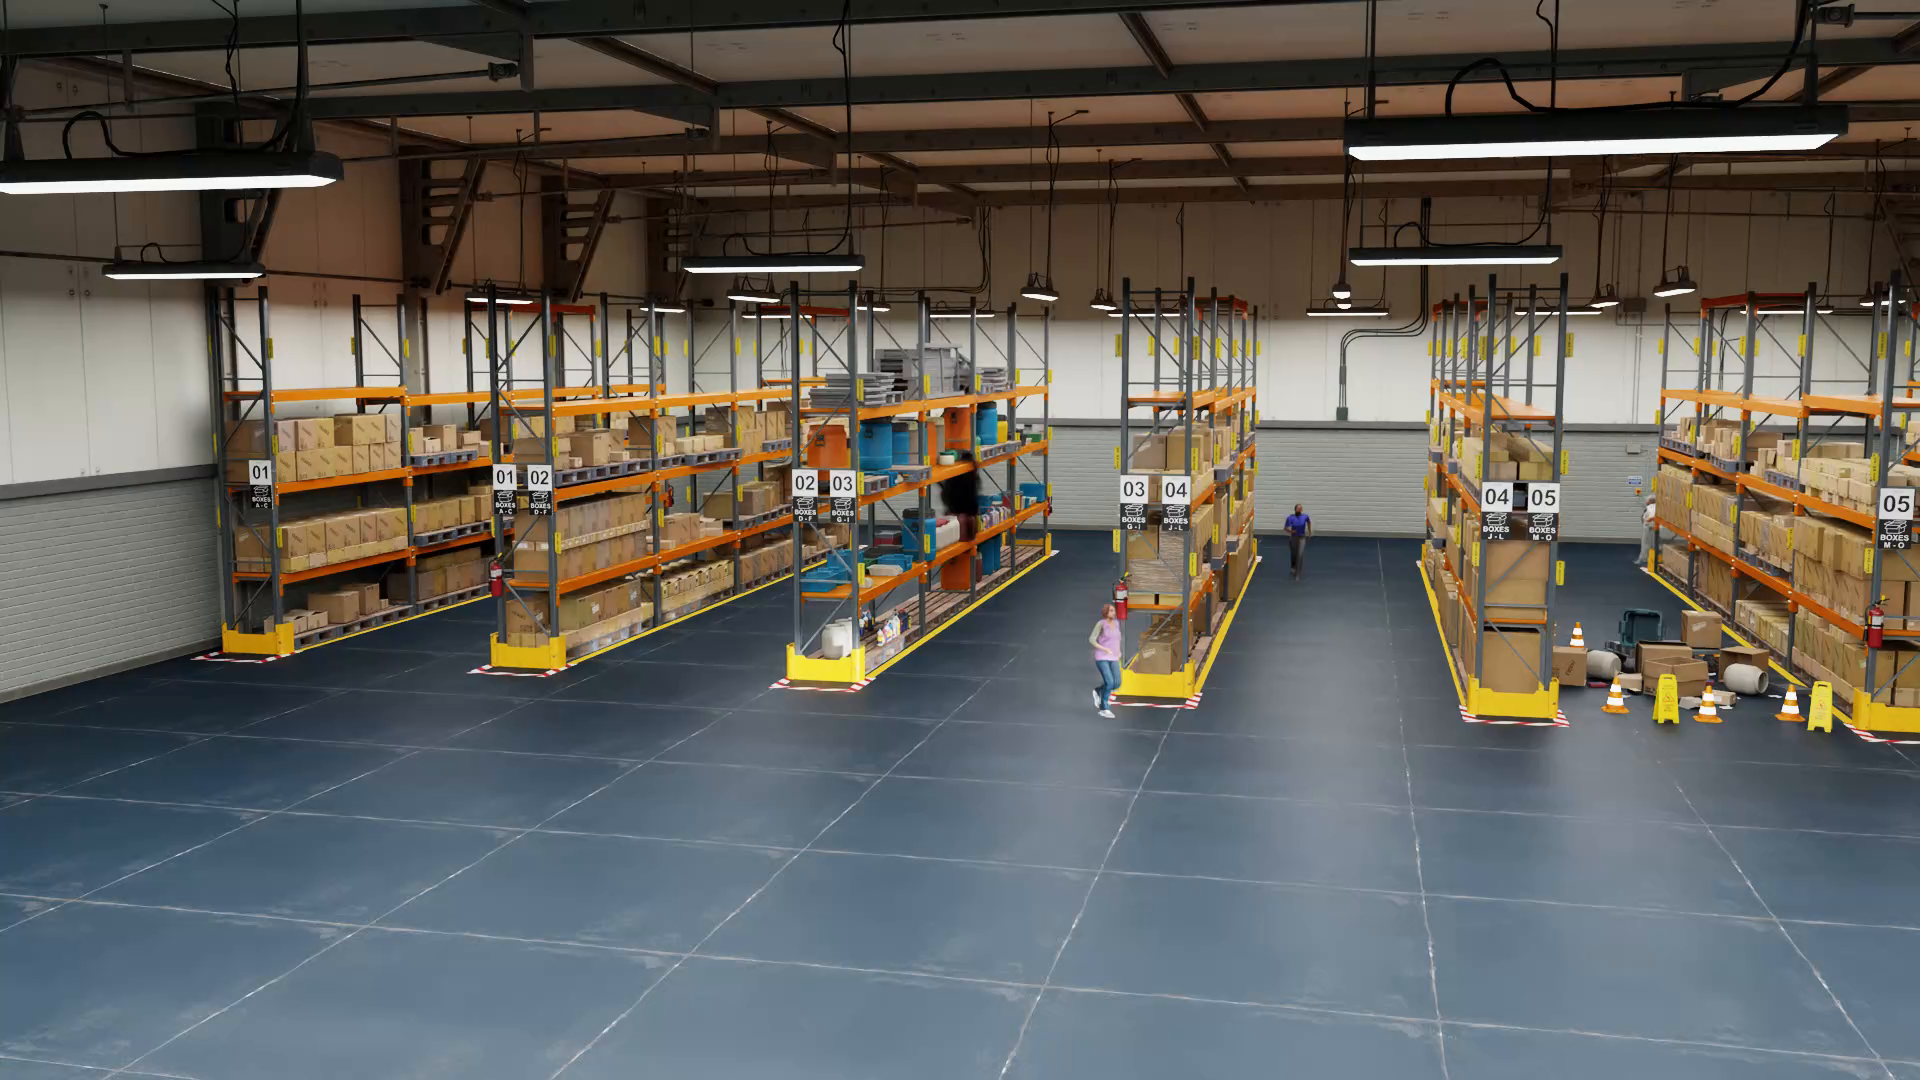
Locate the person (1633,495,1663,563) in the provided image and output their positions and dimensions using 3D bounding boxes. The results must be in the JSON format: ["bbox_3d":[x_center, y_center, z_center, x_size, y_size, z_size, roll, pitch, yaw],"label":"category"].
[{"bbox_3d":[16.075,-0.227,38.586,0.854,1.663,0.632,4,8,30],"label":"person"}]

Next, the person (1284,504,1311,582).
[{"bbox_3d":[7.346,0.031,36.225,0.600,1.676,0.971,1,7,5],"label":"person"}]

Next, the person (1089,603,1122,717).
[{"bbox_3d":[2.006,1.641,22.795,0.561,1.569,0.567,-5,8,-36],"label":"person"}]
